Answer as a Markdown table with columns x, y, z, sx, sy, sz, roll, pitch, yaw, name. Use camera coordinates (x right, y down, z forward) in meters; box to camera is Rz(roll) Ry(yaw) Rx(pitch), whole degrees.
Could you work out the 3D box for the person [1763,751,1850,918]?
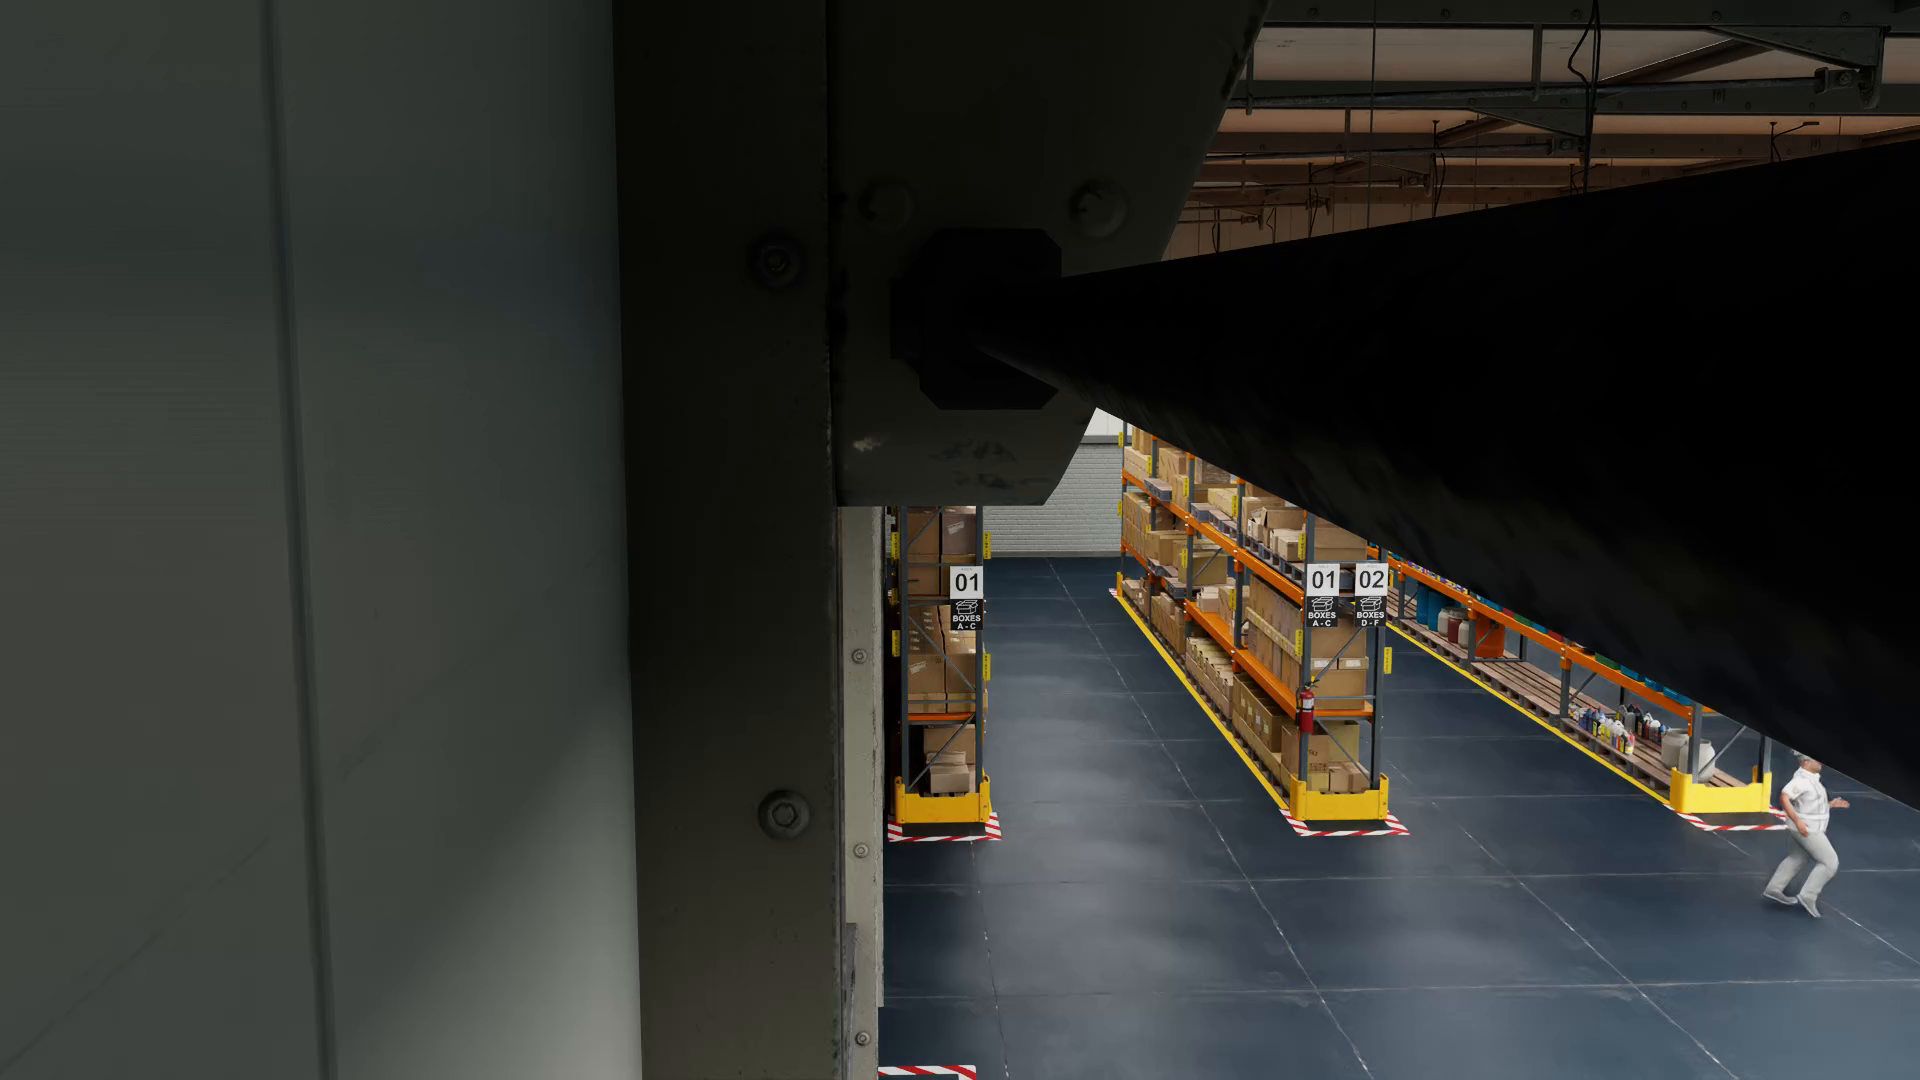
| x | y | z | sx | sy | sz | roll | pitch | yaw | name |
| --- | --- | --- | --- | --- | --- | --- | --- | --- | --- |
| 8.872 | 3.036 | 17.388 | 0.732 | 1.828 | 0.635 | 3 | 9 | 21 | person |
